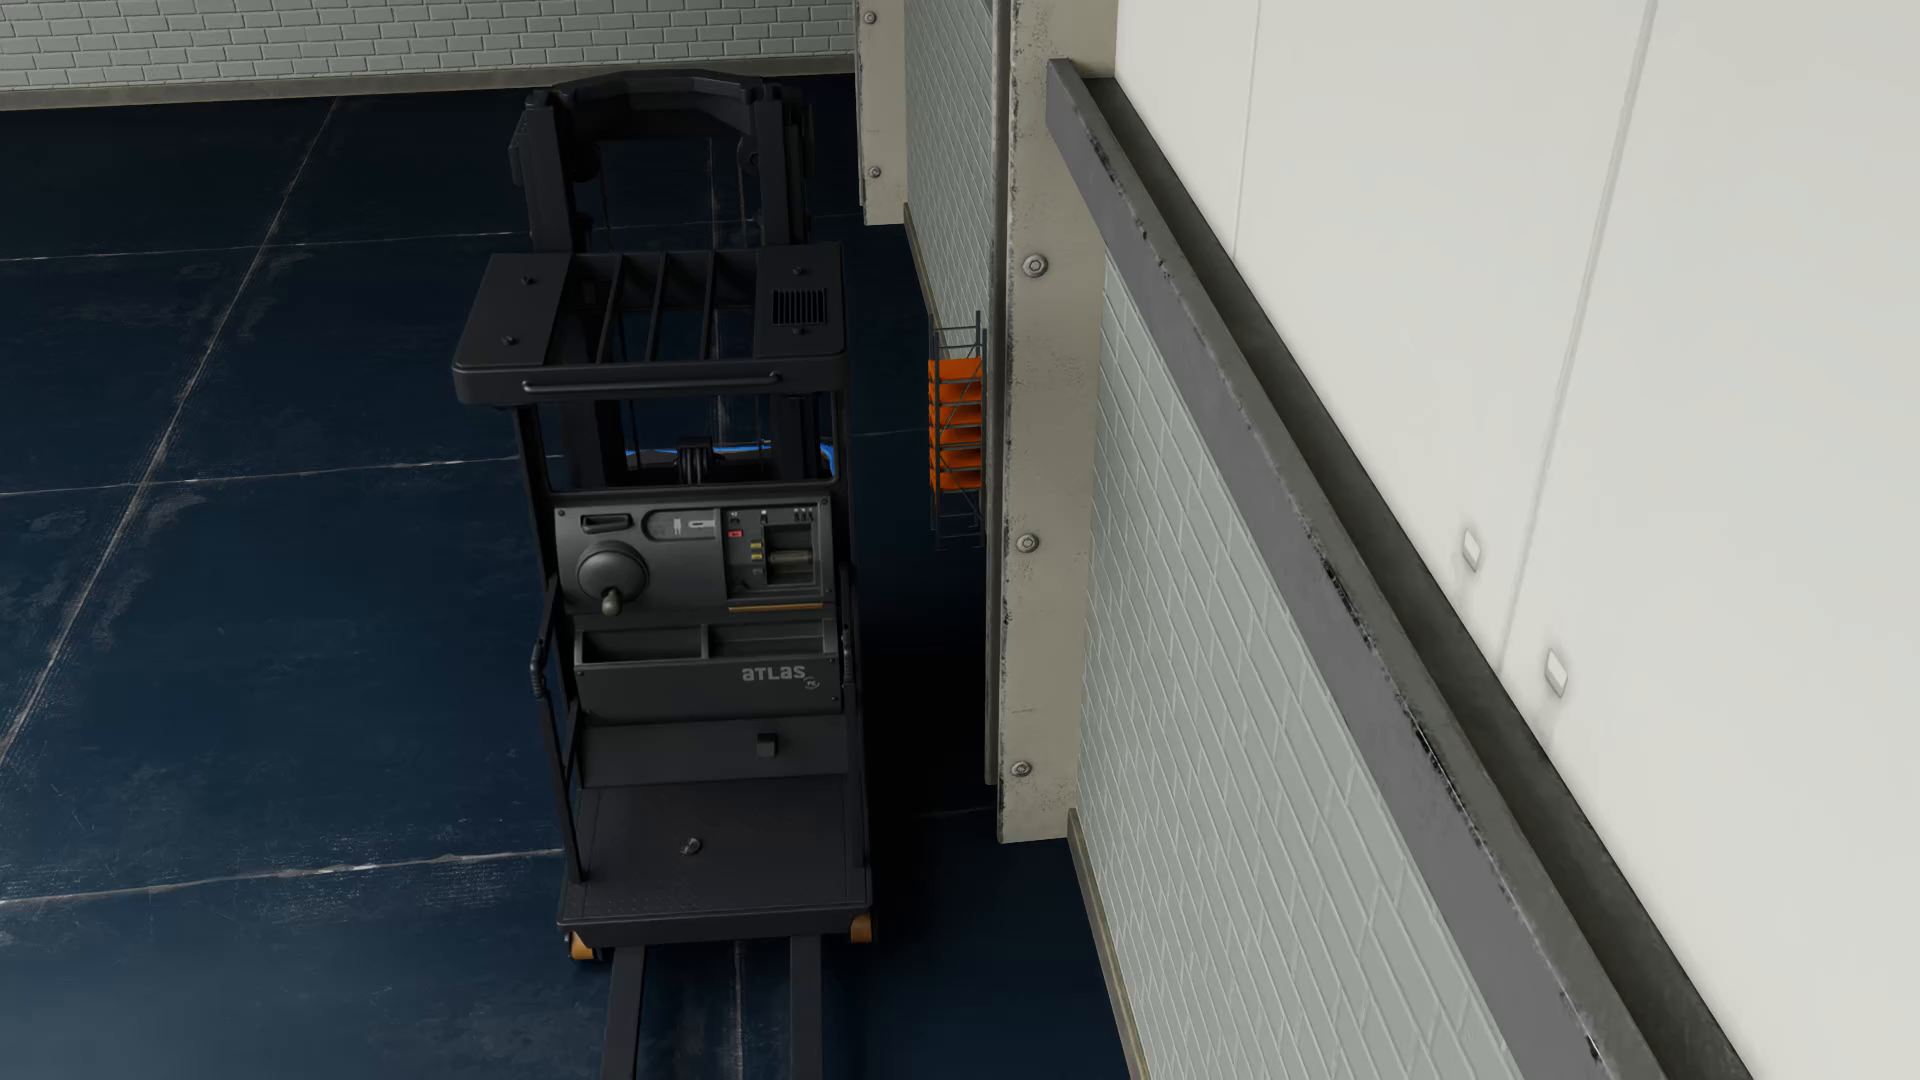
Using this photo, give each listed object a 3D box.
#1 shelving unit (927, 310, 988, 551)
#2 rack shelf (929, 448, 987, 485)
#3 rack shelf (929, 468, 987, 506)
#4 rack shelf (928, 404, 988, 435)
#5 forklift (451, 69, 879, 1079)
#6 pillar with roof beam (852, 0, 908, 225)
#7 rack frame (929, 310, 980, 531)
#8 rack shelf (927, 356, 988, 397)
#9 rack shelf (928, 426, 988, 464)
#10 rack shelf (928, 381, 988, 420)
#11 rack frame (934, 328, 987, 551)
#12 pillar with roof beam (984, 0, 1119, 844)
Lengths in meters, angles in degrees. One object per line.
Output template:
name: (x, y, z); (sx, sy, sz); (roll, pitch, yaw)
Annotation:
shelving unit: (-0.011, -0.502, 7.921); (0.258, 1.200, 0.189); (-5, 35, -7)
rack shelf: (-0.011, -0.366, 8.014); (0.258, 0.103, 0.180); (-5, 35, -7)
rack shelf: (-0.011, -0.267, 8.081); (0.258, 0.103, 0.180); (-5, 35, -7)
rack shelf: (-0.011, -0.564, 7.879); (0.258, 0.103, 0.180); (-5, 35, -7)
forklift: (-0.880, 0.109, 5.487); (1.130, 2.935, 3.031); (-3, 34, -4)
pillar with roof beam: (-4.795, -5.675, 8.587); (9.100, 9.000, 0.400); (-4, 35, -6)
rack frame: (-0.025, -0.553, 7.996); (0.240, 1.200, 0.006); (-5, 35, -7)
rack shelf: (-0.011, -0.763, 7.743); (0.258, 0.103, 0.180); (-5, 35, -7)
rack shelf: (-0.011, -0.465, 7.946); (0.258, 0.103, 0.180); (-5, 35, -7)
rack shelf: (-0.011, -0.664, 7.811); (0.258, 0.103, 0.180); (-5, 35, -7)
rack frame: (0.003, -0.451, 7.846); (0.240, 1.200, 0.006); (-5, 35, -7)
pillar with roof beam: (-3.988, -2.327, 3.674); (9.100, 9.000, 0.400); (-4, 35, -6)
